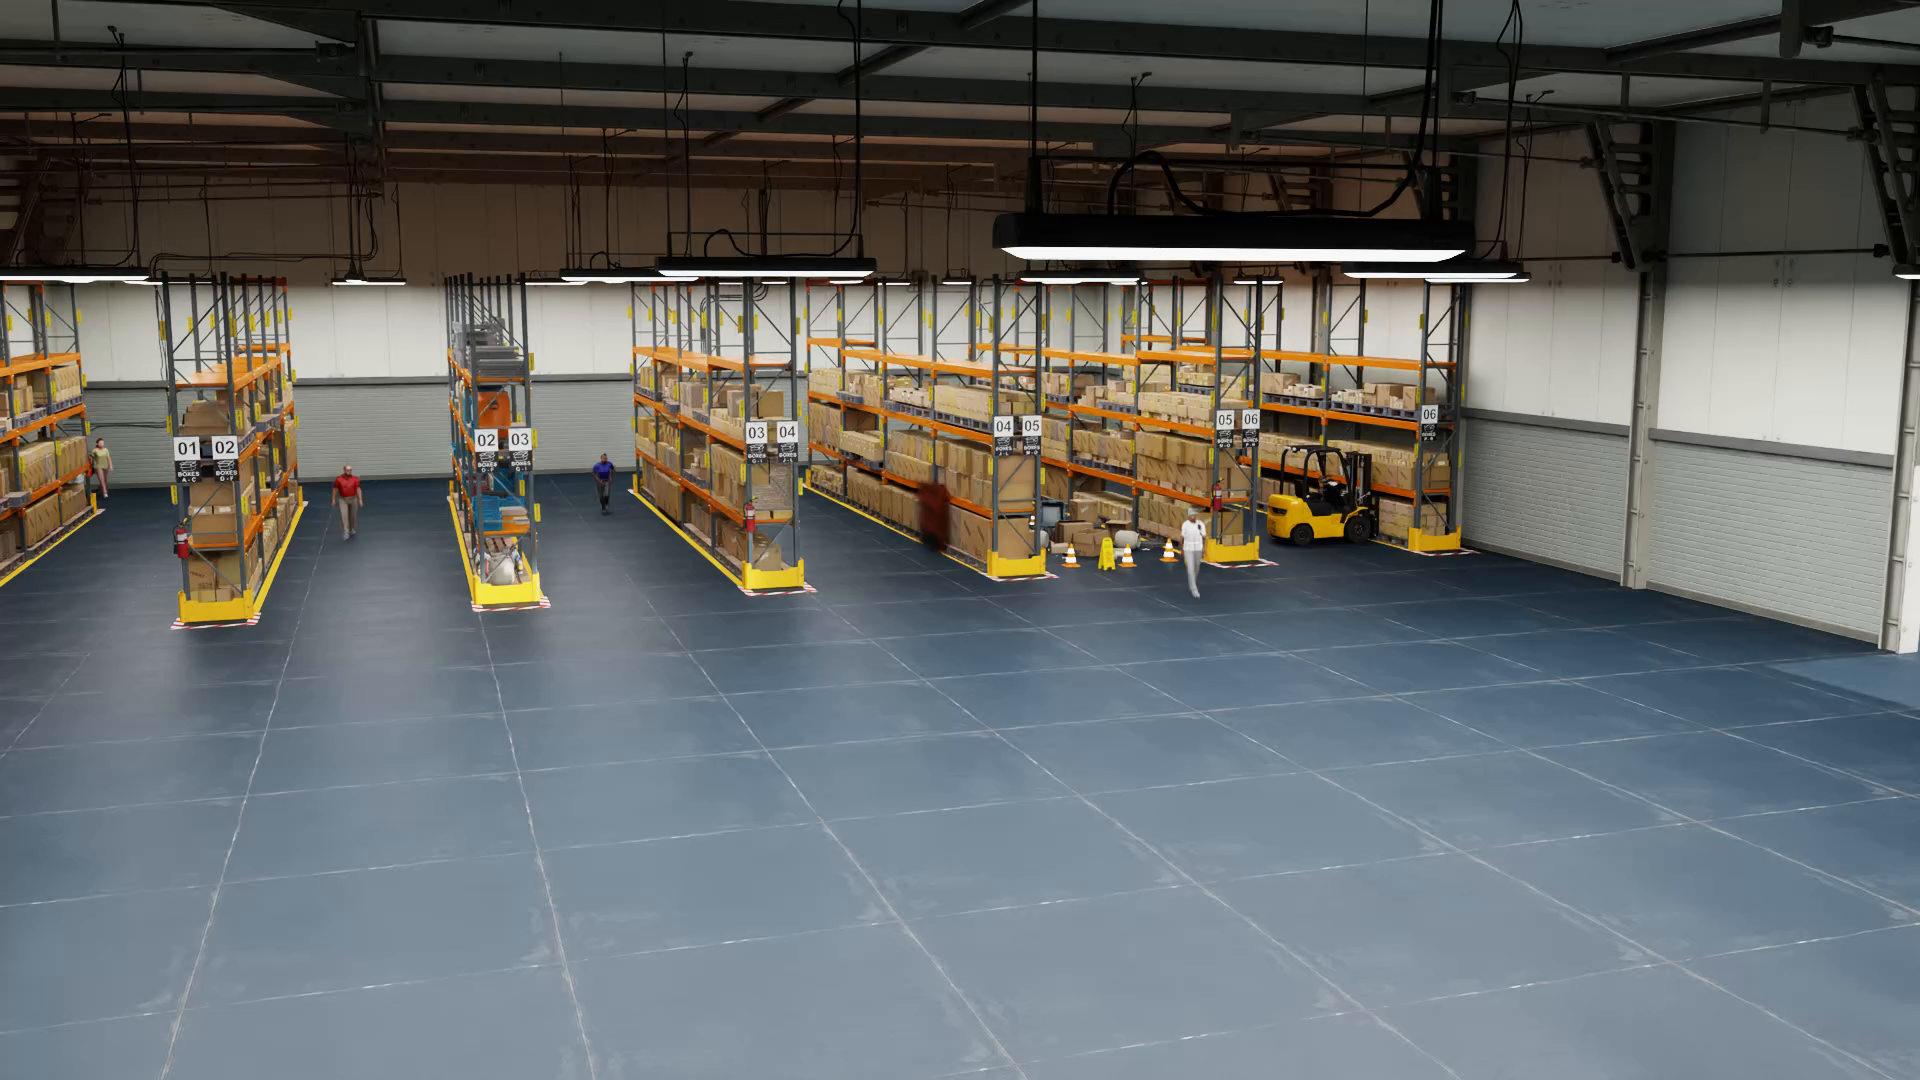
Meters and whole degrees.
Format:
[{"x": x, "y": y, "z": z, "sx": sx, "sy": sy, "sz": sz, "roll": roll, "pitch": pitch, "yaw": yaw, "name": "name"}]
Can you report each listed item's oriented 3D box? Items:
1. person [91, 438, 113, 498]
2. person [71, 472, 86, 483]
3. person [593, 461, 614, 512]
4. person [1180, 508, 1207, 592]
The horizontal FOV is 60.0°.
[{"x": -23.648, "y": -1.997, "z": 45.808, "sx": 0.484, "sy": 1.607, "sz": 1.106, "roll": -8, "pitch": 12, "yaw": -44, "name": "person"}, {"x": -23.155, "y": -1.597, "z": 43.488, "sx": 0.504, "sy": 1.515, "sz": 0.563, "roll": -2, "pitch": 9, "yaw": -11, "name": "person"}, {"x": -9.123, "y": -1.364, "z": 42.615, "sx": 0.528, "sy": 1.362, "sz": 0.686, "roll": -1, "pitch": 9, "yaw": -9, "name": "person"}, {"x": 4.392, "y": 0.159, "z": 31.231, "sx": 0.472, "sy": 1.565, "sz": 0.752, "roll": -1, "pitch": 9, "yaw": -4, "name": "person"}]
